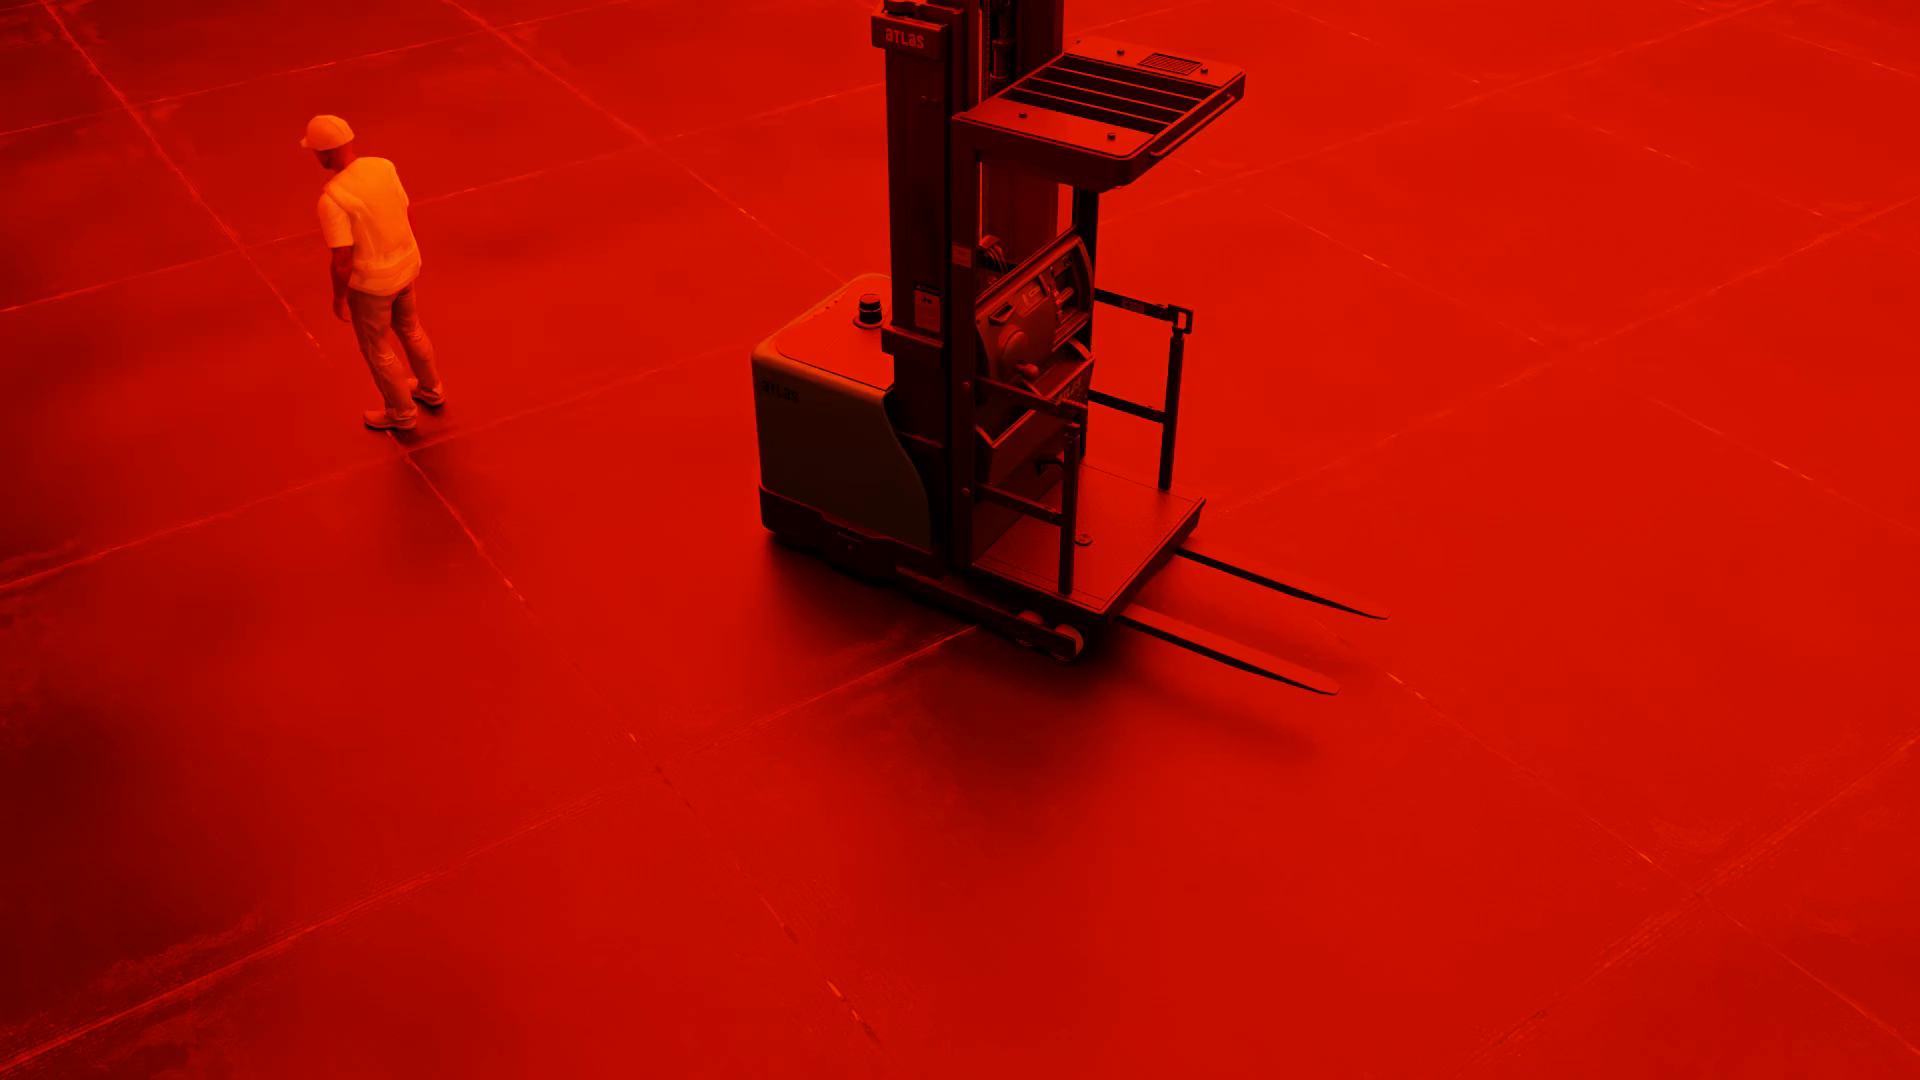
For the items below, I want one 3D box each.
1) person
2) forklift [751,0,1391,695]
[{"bbox_3d":[-3.116,-1.417,8.849,0.460,1.761,0.627,14,39,18],"label":"person"},{"bbox_3d":[0.514,-0.985,7.276,3.031,2.935,1.130,21,41,26],"label":"forklift"}]
